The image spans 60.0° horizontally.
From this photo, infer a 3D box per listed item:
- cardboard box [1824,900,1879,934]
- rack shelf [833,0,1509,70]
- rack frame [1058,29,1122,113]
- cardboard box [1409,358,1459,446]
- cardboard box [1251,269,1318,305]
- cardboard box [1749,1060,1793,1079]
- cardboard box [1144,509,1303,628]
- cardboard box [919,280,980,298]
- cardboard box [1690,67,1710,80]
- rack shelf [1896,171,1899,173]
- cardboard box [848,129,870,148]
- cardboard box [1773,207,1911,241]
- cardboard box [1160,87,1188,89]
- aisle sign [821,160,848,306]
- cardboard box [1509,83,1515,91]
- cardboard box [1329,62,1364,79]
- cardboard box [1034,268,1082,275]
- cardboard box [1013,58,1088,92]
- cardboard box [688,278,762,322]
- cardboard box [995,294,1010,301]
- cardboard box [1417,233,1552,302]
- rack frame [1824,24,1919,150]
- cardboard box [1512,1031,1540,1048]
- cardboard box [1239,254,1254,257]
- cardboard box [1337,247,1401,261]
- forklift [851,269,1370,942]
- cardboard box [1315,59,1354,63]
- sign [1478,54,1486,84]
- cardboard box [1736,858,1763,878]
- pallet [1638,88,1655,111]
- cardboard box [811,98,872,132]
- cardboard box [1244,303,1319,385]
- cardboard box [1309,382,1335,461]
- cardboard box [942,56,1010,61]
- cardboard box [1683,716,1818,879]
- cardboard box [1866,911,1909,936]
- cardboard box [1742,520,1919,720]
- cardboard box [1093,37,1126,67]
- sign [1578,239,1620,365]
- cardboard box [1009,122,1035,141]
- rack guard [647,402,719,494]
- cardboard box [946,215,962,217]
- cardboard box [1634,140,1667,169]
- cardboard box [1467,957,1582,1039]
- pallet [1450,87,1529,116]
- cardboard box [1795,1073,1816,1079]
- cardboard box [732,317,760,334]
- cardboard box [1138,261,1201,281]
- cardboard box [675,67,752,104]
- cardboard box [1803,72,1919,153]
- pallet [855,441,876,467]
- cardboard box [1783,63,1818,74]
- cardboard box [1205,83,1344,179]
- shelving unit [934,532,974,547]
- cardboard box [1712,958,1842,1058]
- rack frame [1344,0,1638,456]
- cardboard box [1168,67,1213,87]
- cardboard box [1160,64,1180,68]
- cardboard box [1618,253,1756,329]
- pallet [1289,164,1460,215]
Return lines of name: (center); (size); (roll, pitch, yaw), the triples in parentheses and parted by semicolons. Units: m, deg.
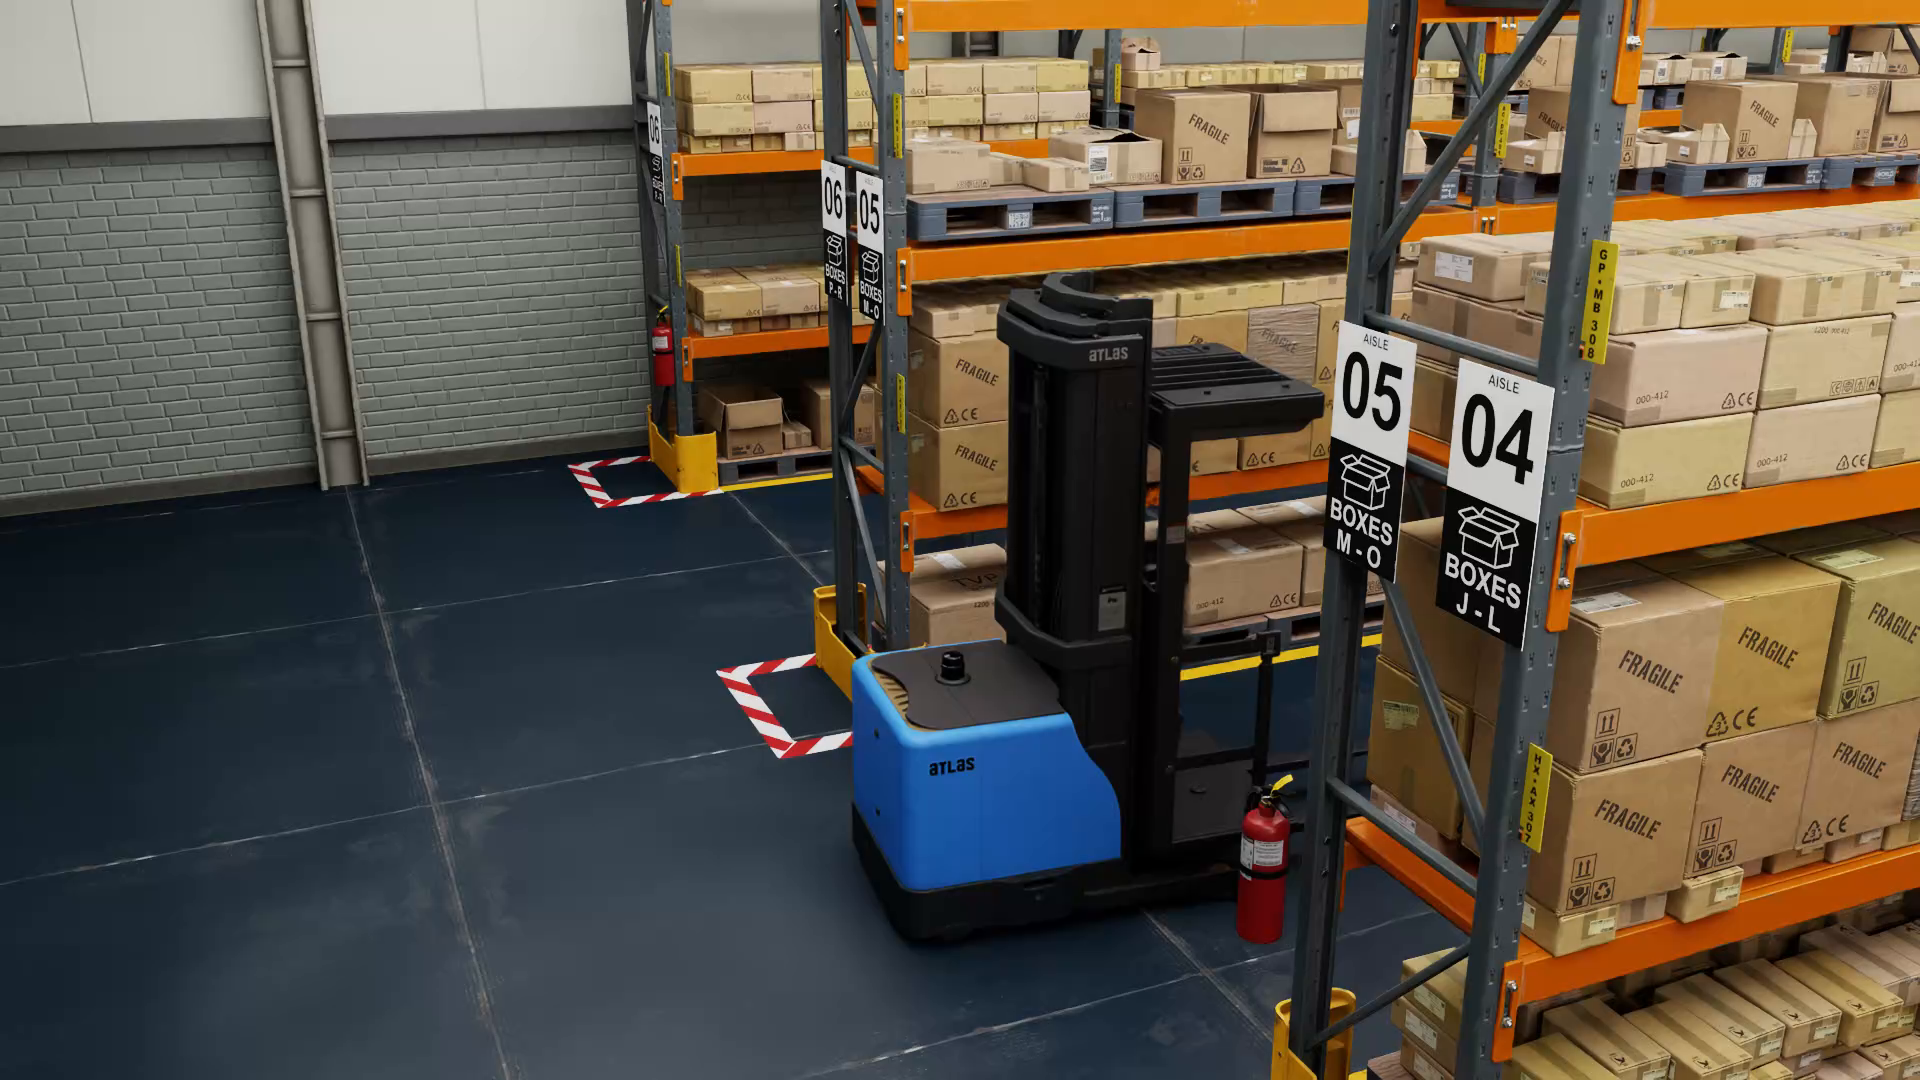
cardboard box: (3.583, 1.517, 6.962); (0.250, 0.149, 0.380); (-9, 21, -24)
rack shelf: (1.295, -3.043, 9.801); (4.000, 0.370, 1.077); (-8, 21, -22)
rack frame: (1.162, -5.348, 14.660); (0.127, 3.000, 1.000); (-8, 21, -22)
cardboard box: (1.825, -0.467, 5.541); (0.500, 0.250, 0.500); (-9, 21, -23)
cardboard box: (2.016, -1.578, 10.354); (0.250, 0.149, 0.380); (-8, 21, -22)
cardboard box: (2.837, 1.955, 6.166); (0.250, 0.149, 0.380); (-7, 21, -20)
cardboard box: (1.690, 0.174, 11.238); (0.875, 0.438, 0.875); (-9, 21, -24)
cardboard box: (-0.068, -1.452, 9.997); (0.250, 0.149, 0.380); (-8, 21, -21)
cardboard box: (7.618, -4.875, 17.429); (0.250, 0.149, 0.380); (-8, 21, -22)
rack shelf: (8.640, -2.870, 13.222); (4.000, 0.370, 1.077); (-8, 21, -22)
cardboard box: (-0.944, -3.420, 14.079); (0.250, 0.149, 0.380); (-8, 21, -23)
cardboard box: (3.122, -1.079, 5.927); (0.250, 0.149, 0.380); (-9, 21, -23)
cardboard box: (1.845, -4.001, 14.947); (0.250, 0.149, 0.380); (-8, 21, -21)
aisle sign: (-0.731, -1.790, 9.674); (0.004, 0.787, 0.394); (-8, 21, -22)
cardboard box: (5.275, -4.547, 16.473); (0.250, 0.166, 0.380); (-8, 21, -22)
cardboard box: (3.675, -4.444, 15.789); (0.250, 0.149, 0.380); (-9, 21, -23)
cardboard box: (0.791, -2.446, 15.231); (0.500, 0.250, 0.500); (-8, 21, -21)
cardboard box: (0.794, -4.098, 14.654); (0.500, 0.250, 0.500); (-8, 21, -22)
cardboard box: (-1.988, -2.039, 14.074); (0.500, 0.250, 0.500); (-8, 21, -22)
cardboard box: (0.391, -1.321, 9.624); (0.250, 0.149, 0.380); (-7, 21, -20)
cardboard box: (1.701, -0.884, 5.371); (0.250, 0.149, 0.380); (-8, 21, -22)
rack frame: (6.804, -4.361, 11.857); (0.127, 3.000, 1.000); (-8, 21, -22)
cardboard box: (2.145, 1.850, 6.465); (0.250, 0.149, 0.380); (-9, 21, -23)
cardboard box: (2.589, -2.718, 15.796); (0.258, 0.266, 0.396); (-7, 21, -19)
cardboard box: (2.738, -1.867, 11.175); (0.250, 0.149, 0.380); (-8, 21, -23)
forklift: (1.028, 0.199, 8.045); (3.031, 2.935, 1.130); (-6, 20, -17)
cardboard box: (3.689, -4.645, 16.359); (0.250, 0.149, 0.380); (-7, 21, -20)
sign: (5.047, -4.537, 16.096); (0.005, 0.325, 0.100); (-8, 21, -22)
cardboard box: (2.608, 1.052, 5.895); (0.250, 0.149, 0.380); (-7, 21, -19)
pallet: (6.448, -4.634, 17.436); (1.213, 0.211, 1.003); (-7, 21, -19)
cardboard box: (-1.062, -3.588, 13.957); (0.500, 0.250, 0.500); (-9, 21, -24)
cardboard box: (1.874, -1.243, 10.380); (0.500, 0.500, 0.500); (-8, 21, -21)
cardboard box: (2.336, -0.844, 10.751); (0.500, 0.500, 0.500); (-9, 21, -23)
cardboard box: (0.125, -4.187, 14.905); (0.500, 0.250, 0.500); (-9, 21, -23)
cardboard box: (2.515, 0.777, 5.700); (0.500, 0.500, 0.500); (-8, 21, -22)
cardboard box: (3.808, 1.615, 7.130); (0.250, 0.149, 0.380); (-7, 21, -19)
cardboard box: (2.977, 0.251, 5.690); (0.500, 0.500, 0.500); (-9, 21, -23)
cardboard box: (1.415, -4.456, 15.169); (0.258, 0.266, 0.396); (-8, 21, -23)
sign: (1.727, -0.644, 4.502); (0.005, 0.325, 0.100); (-8, 21, -22)
cardboard box: (0.472, -3.613, 14.628); (0.250, 0.149, 0.380); (-7, 21, -20)
rack guard: (-2.441, -0.823, 14.606); (0.348, 0.500, 1.175); (-8, 21, -22)
cardboard box: (-0.311, -2.826, 15.182); (0.500, 0.500, 0.500); (-9, 21, -23)
cardboard box: (4.432, -2.567, 10.999); (0.250, 0.166, 0.380); (-10, 22, -26)
cardboard box: (2.151, 1.721, 6.381); (0.250, 0.149, 0.380); (-8, 21, -21)
pallet: (5.422, -4.486, 17.015); (1.003, 0.211, 1.213); (-7, 21, -19)
cardboard box: (3.027, 2.036, 6.383); (0.250, 0.149, 0.380); (-8, 21, -22)
cardboard box: (-1.885, -1.880, 14.224); (0.250, 0.149, 0.380); (-8, 21, -21)
cardboard box: (1.333, -1.672, 10.623); (0.250, 0.149, 0.380); (-8, 21, -22)
cardboard box: (-2.004, -3.694, 13.505); (0.500, 0.250, 0.500); (-8, 21, -23)
cardboard box: (6.518, -3.097, 11.997); (0.637, 0.503, 0.797); (-10, 22, -25)
pallet: (-0.591, -0.951, 15.405); (1.213, 0.211, 1.003); (-8, 21, -22)
cardboard box: (9.040, -5.078, 18.007); (0.250, 0.149, 0.380); (-8, 21, -21)
cardboard box: (1.906, -2.526, 10.226); (0.637, 0.503, 0.797); (-6, 20, -18)
shelving unit: (-0.049, -0.488, 12.828); (0.252, 1.050, 0.215); (-8, 21, -22)
cardboard box: (3.068, 1.760, 6.272); (0.250, 0.149, 0.380); (-7, 21, -20)
rack frame: (1.512, -1.812, 4.619); (0.127, 3.000, 1.000); (-8, 21, -22)
cardboard box: (2.076, -4.183, 15.015); (0.250, 0.149, 0.380); (-9, 21, -23)
cardboard box: (1.844, -4.351, 15.494); (0.250, 0.149, 0.380); (-9, 21, -23)
cardboard box: (2.140, -0.752, 4.996); (0.250, 0.149, 0.380); (-7, 21, -20)
pallet: (2.376, -2.273, 10.579); (1.213, 0.211, 1.003); (-8, 21, -22)
